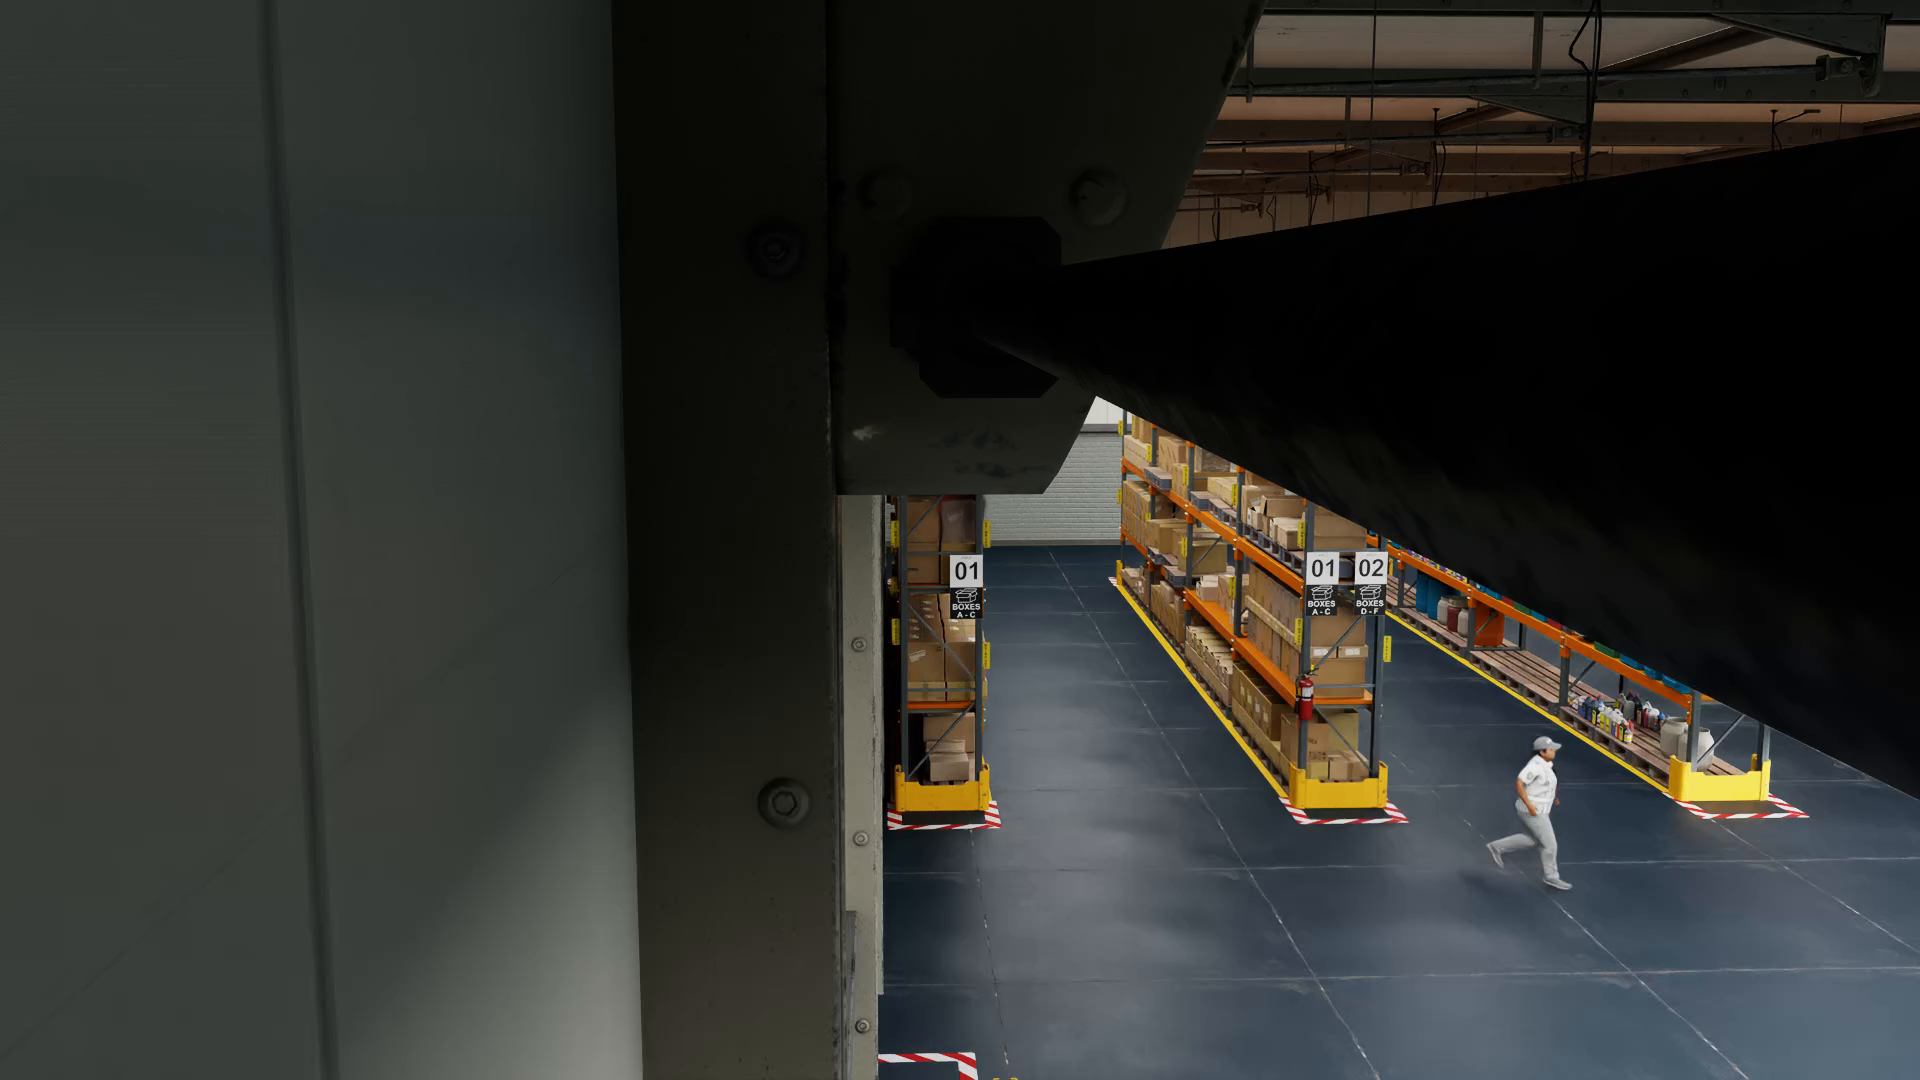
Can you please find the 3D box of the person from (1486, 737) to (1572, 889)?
[{"bbox_3d":[6.142,2.910,17.889,0.902,1.662,0.630,4,9,25],"label":"person"}]
